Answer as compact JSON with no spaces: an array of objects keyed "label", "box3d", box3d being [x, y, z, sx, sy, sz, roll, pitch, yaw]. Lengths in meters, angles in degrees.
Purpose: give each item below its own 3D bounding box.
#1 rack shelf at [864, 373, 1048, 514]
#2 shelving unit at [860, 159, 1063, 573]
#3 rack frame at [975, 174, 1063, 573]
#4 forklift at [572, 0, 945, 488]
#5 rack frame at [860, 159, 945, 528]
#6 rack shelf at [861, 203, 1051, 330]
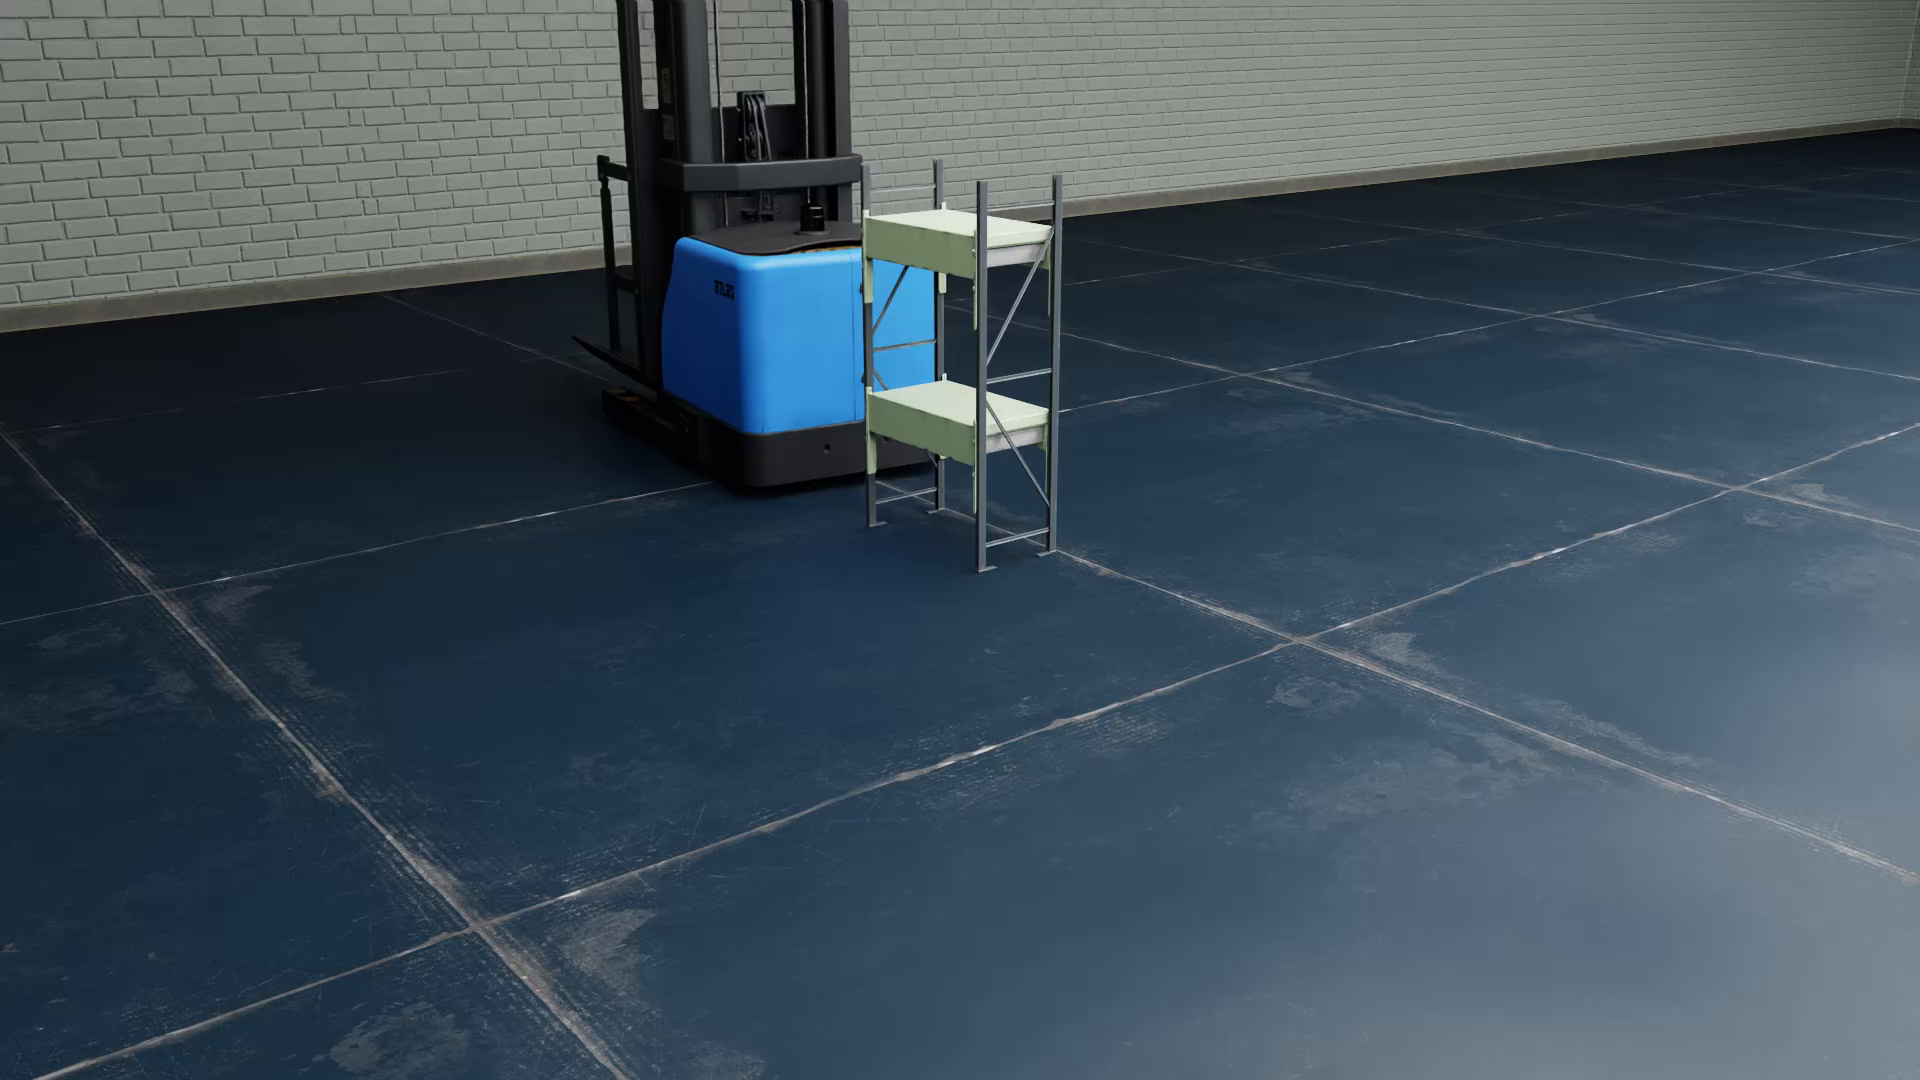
[{"label":"rack shelf","box3d":[-0.004,-0.404,6.734,0.431,0.370,0.720,-14,23,-36]},{"label":"shelving unit","box3d":[-0.004,-0.714,6.632,0.431,1.500,0.755,-14,23,-36]},{"label":"rack frame","box3d":[0.223,-0.623,6.359,0.400,1.500,0.023,-14,23,-36]},{"label":"forklift","box3d":[-1.234,-2.037,8.353,1.130,2.935,3.031,-10,21,-29]},{"label":"rack frame","box3d":[-0.231,-0.804,6.904,0.400,1.500,0.023,-14,23,-36]},{"label":"rack shelf","box3d":[-0.004,-1.084,6.509,0.431,0.370,0.720,-14,23,-36]}]
